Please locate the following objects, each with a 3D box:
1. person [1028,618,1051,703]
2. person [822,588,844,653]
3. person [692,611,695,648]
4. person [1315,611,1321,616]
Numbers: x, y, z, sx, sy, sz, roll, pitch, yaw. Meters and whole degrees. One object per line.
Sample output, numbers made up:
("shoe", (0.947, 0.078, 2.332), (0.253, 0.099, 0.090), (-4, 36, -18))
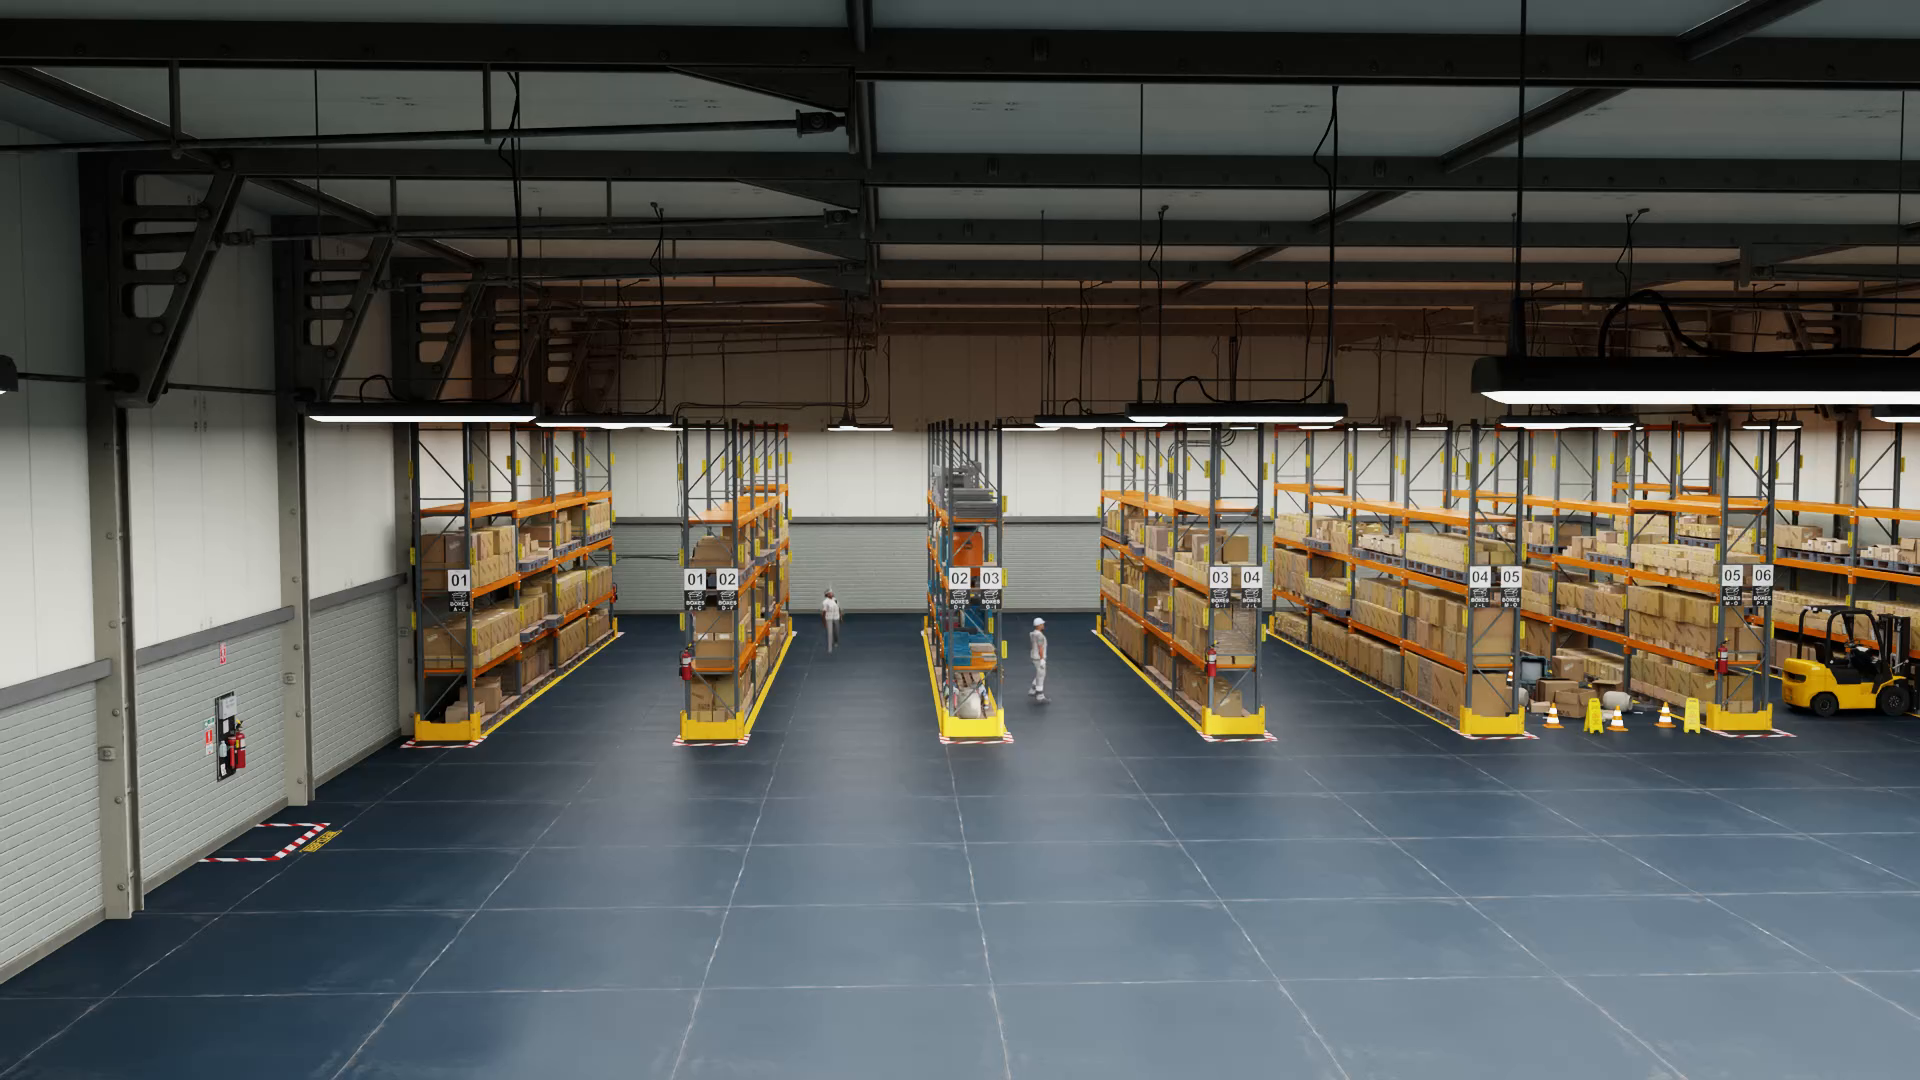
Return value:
("person", (1.712, 2.558, 35.478), (0.421, 1.796, 0.612), (-1, 4, -14))
("person", (-3.263, 2.034, 42.646), (0.543, 1.642, 0.931), (-1, 4, -9))
("person", (-6.777, 2.038, 43.721), (0.604, 1.782, 0.631), (-3, 5, -38))
("person", (10.831, 1.702, 49.222), (0.912, 1.732, 0.615), (-1, 4, -14))
